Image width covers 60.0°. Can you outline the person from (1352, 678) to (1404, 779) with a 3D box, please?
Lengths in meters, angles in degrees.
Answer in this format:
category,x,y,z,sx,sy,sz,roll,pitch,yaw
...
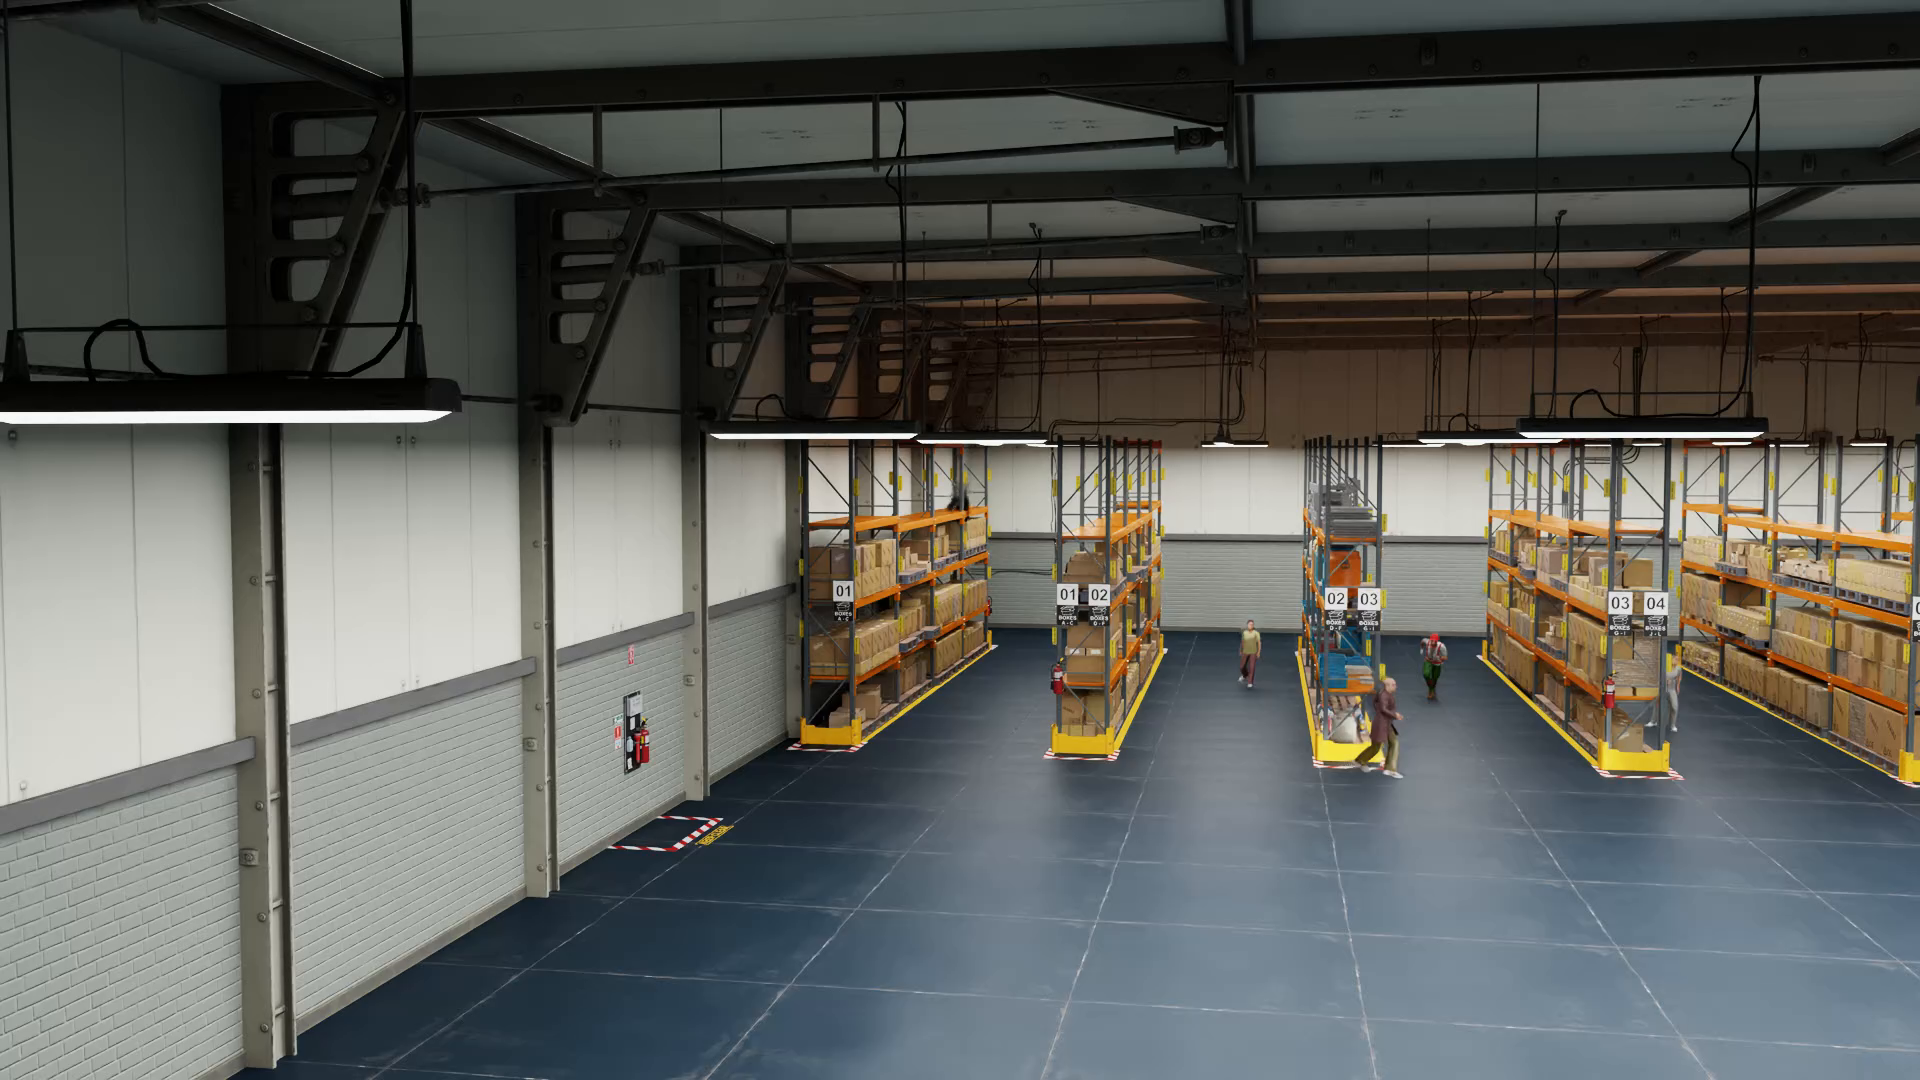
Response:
category,x,y,z,sx,sy,sz,roll,pitch,yaw
person,7.286,3.270,29.033,0.917,1.763,0.664,2,4,29

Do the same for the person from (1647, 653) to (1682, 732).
category,x,y,z,sx,sy,sz,roll,pitch,yaw
person,14.467,3.102,34.088,0.644,1.601,0.808,1,3,15

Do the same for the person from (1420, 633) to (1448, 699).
category,x,y,z,sx,sy,sz,roll,pitch,yaw
person,10.948,2.887,38.421,0.666,1.547,1.174,1,3,21

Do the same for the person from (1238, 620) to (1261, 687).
category,x,y,z,sx,sy,sz,roll,pitch,yaw
person,7.012,2.728,40.210,0.622,1.639,0.622,1,3,25
